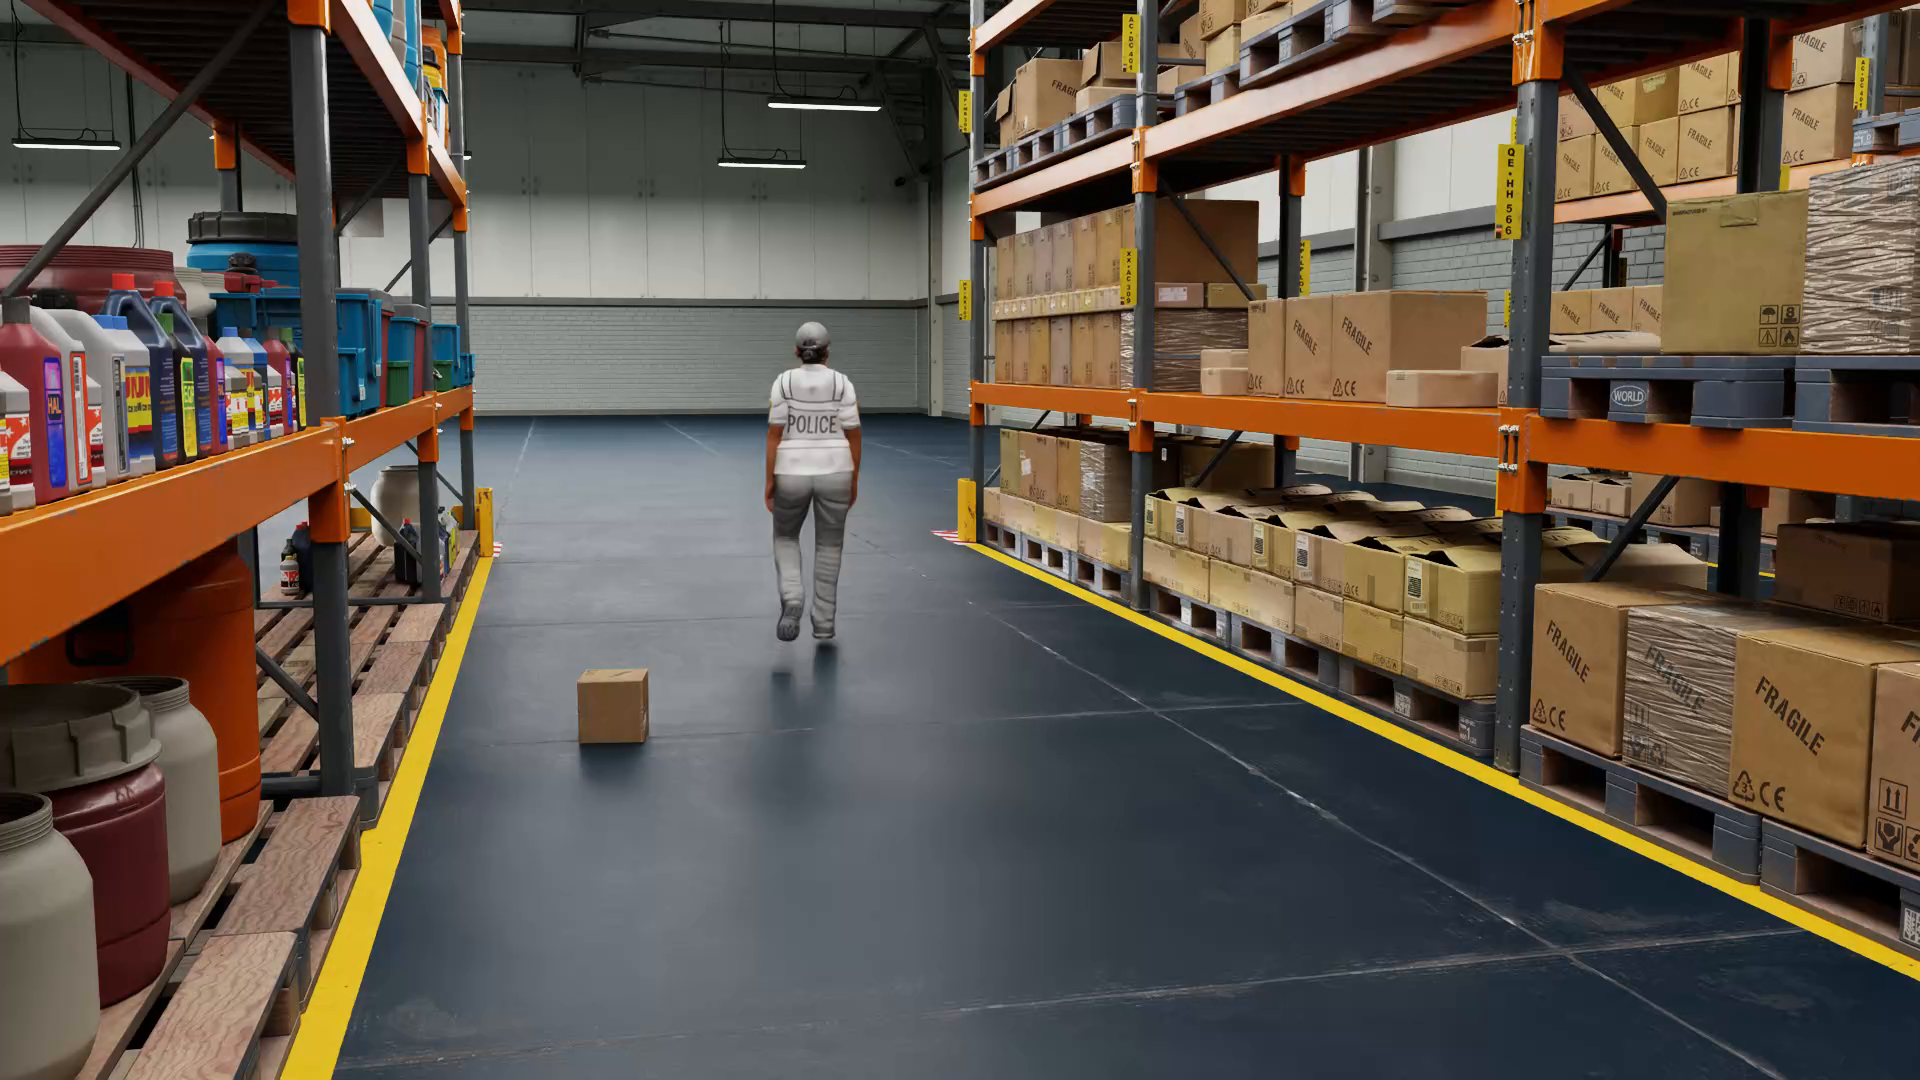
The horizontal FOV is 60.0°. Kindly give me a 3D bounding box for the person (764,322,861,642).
[{"bbox_3d":[-0.772,-0.298,8.771,0.507,1.688,0.463,0,6,-3],"label":"person"}]
